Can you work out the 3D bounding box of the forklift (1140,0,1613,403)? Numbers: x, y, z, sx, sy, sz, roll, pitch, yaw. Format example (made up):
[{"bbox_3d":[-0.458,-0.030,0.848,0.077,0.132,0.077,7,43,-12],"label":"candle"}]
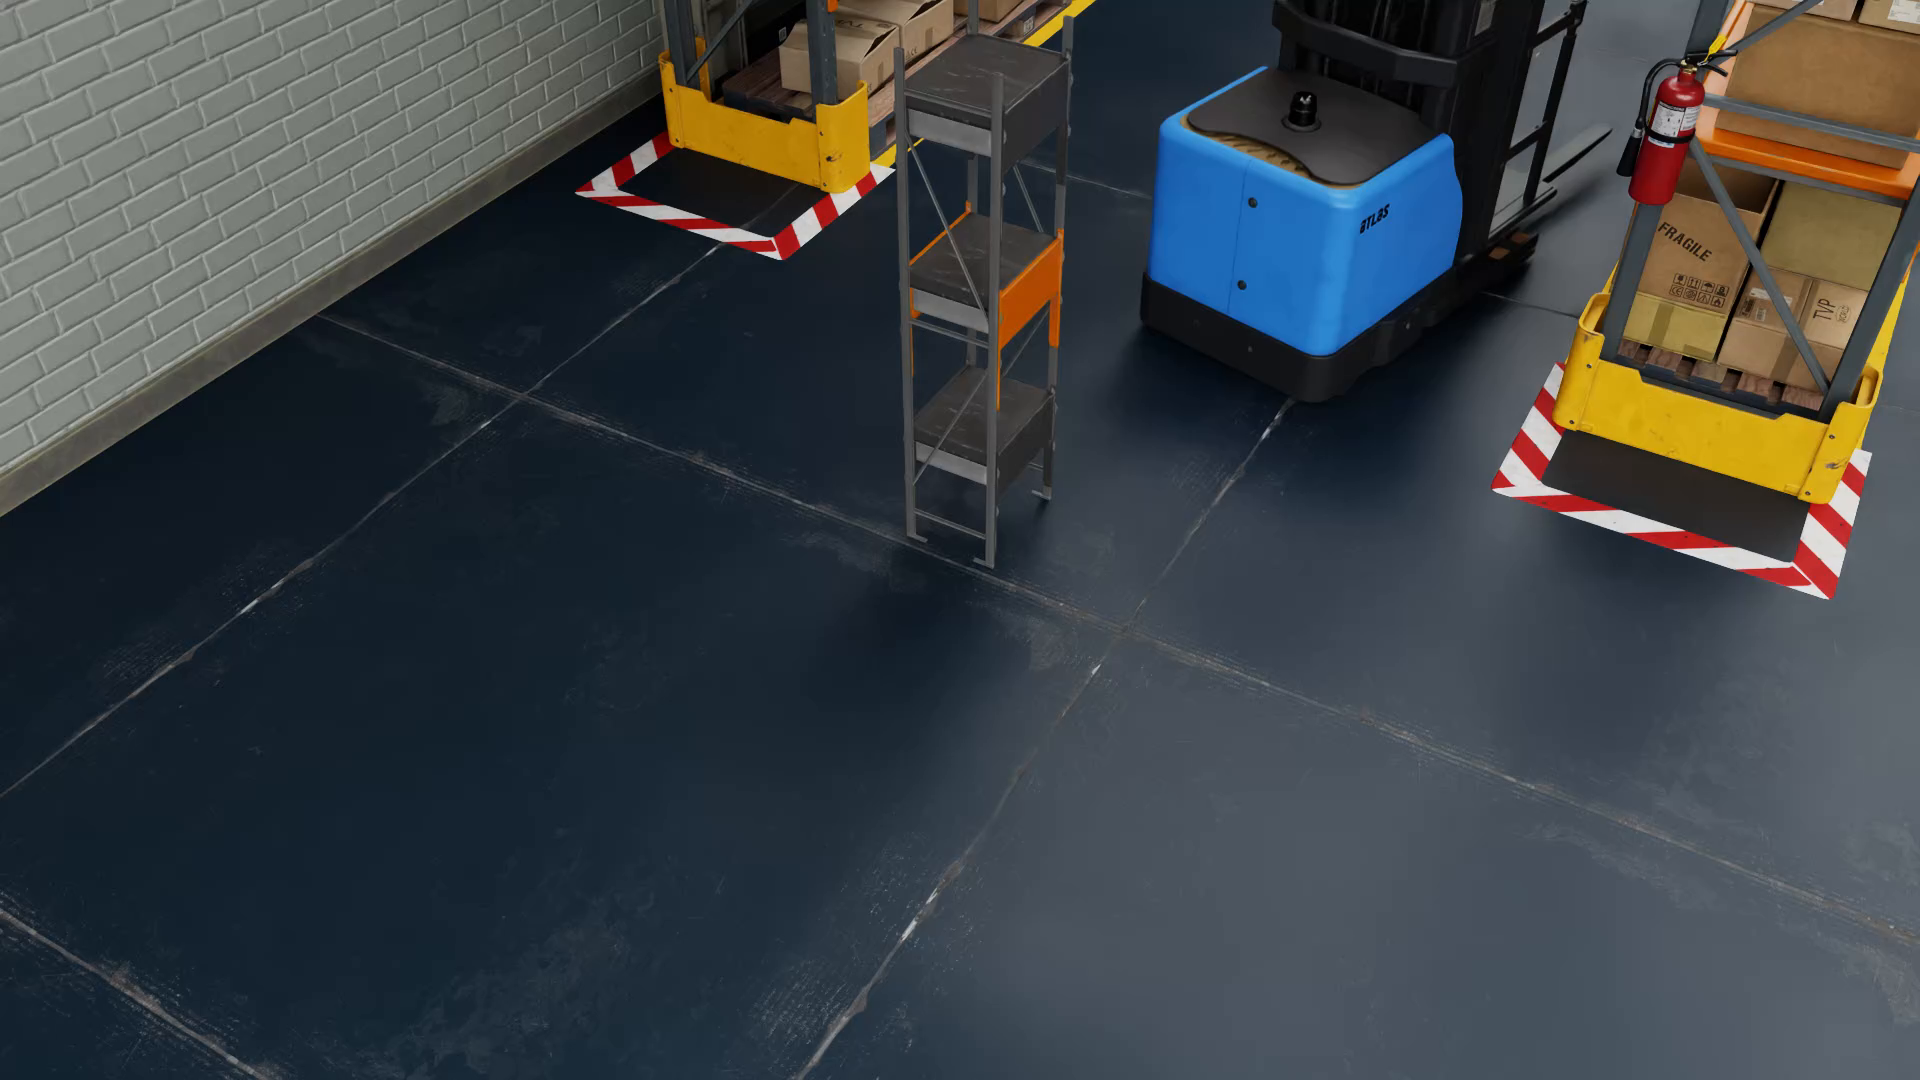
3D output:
[{"bbox_3d":[2.227,-2.585,7.468,1.130,2.935,3.031,32,51,31],"label":"forklift"}]

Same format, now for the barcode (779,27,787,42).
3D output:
[{"bbox_3d":[-1.005,-2.868,9.432,0.001,0.075,0.075,21,45,22],"label":"barcode"}]

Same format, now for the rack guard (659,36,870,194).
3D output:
[{"bbox_3d":[-1.054,-2.305,8.989,1.175,0.500,0.348,21,45,22],"label":"rack guard"}]

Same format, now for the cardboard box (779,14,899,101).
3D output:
[{"bbox_3d":[-0.668,-2.722,9.273,0.500,0.311,0.500,16,44,17],"label":"cardboard box"}]

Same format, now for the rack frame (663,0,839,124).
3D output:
[{"bbox_3d":[-1.092,-3.200,8.114,1.000,3.000,0.127,21,45,22],"label":"rack frame"}]

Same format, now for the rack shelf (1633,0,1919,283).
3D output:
[{"bbox_3d":[4.199,-2.438,7.793,1.077,0.370,4.000,21,45,22],"label":"rack shelf"}]

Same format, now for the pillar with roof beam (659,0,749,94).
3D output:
[{"bbox_3d":[2.236,-4.714,5.294,9.100,9.000,0.400,21,45,22],"label":"pillar with roof beam"}]

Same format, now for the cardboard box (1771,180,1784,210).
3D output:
[{"bbox_3d":[3.951,-1.956,8.464,0.500,0.250,0.500,21,45,22],"label":"cardboard box"}]

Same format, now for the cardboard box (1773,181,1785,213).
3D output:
[{"bbox_3d":[4.147,-1.781,7.698,0.500,0.500,0.500,21,45,22],"label":"cardboard box"}]

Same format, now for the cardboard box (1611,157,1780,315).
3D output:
[{"bbox_3d":[3.209,-1.376,7.238,0.500,0.500,0.500,21,45,22],"label":"cardboard box"}]

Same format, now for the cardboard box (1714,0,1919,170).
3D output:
[{"bbox_3d":[3.443,-1.864,6.521,0.700,0.500,0.500,21,45,22],"label":"cardboard box"}]

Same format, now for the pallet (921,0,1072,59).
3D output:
[{"bbox_3d":[-0.006,-3.345,10.389,1.003,0.211,1.213,21,45,22],"label":"pallet"}]

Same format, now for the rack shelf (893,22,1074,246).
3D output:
[{"bbox_3d":[0.083,-1.398,5.710,0.431,0.518,0.480,21,45,22],"label":"rack shelf"}]

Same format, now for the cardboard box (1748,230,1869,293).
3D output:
[{"bbox_3d":[3.906,-1.210,7.617,0.500,0.250,0.500,21,45,22],"label":"cardboard box"}]

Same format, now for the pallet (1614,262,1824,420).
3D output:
[{"bbox_3d":[3.545,-0.968,7.690,1.003,0.211,1.213,21,45,22],"label":"pallet"}]

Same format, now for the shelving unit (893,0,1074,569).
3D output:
[{"bbox_3d":[0.083,-0.883,6.164,0.431,2.100,0.503,21,45,22],"label":"shelving unit"}]

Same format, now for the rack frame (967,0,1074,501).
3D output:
[{"bbox_3d":[0.205,-1.022,6.322,0.400,2.100,0.015,21,45,22],"label":"rack frame"}]

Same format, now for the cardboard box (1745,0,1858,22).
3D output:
[{"bbox_3d":[3.225,-2.126,6.328,0.380,0.149,0.250,20,45,21],"label":"cardboard box"}]

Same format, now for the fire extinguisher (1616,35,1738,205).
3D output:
[{"bbox_3d":[2.737,-1.620,6.379,0.296,0.674,0.183,21,45,22],"label":"fire extinguisher"}]

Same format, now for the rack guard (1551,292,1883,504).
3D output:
[{"bbox_3d":[3.186,-0.612,7.066,1.175,0.500,0.348,21,45,22],"label":"rack guard"}]

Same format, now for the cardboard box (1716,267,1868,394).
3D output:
[{"bbox_3d":[3.659,-0.922,7.291,0.500,0.250,0.500,21,45,22],"label":"cardboard box"}]

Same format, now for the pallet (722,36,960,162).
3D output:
[{"bbox_3d":[-0.617,-2.650,9.599,1.003,0.211,1.213,21,45,22],"label":"pallet"}]

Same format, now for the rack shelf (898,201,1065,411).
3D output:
[{"bbox_3d":[0.083,-0.872,6.173,0.431,0.518,0.480,21,45,22],"label":"rack shelf"}]

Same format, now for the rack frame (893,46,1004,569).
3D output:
[{"bbox_3d":[-0.039,-0.743,6.005,0.400,2.100,0.015,21,45,22],"label":"rack frame"}]

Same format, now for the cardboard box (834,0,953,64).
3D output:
[{"bbox_3d":[-0.383,-3.048,9.643,0.500,0.311,0.500,25,47,25],"label":"cardboard box"}]

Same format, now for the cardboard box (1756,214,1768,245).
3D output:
[{"bbox_3d":[3.451,-1.384,7.814,0.500,0.250,0.500,21,45,22],"label":"cardboard box"}]

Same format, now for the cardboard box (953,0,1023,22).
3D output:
[{"bbox_3d":[0.028,-3.522,10.038,0.700,0.500,0.500,18,45,19],"label":"cardboard box"}]

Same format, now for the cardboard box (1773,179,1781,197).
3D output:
[{"bbox_3d":[3.697,-1.953,7.893,0.500,0.500,0.500,21,45,22],"label":"cardboard box"}]

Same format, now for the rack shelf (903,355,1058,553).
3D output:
[{"bbox_3d":[0.083,-0.347,6.635,0.431,0.518,0.480,21,45,22],"label":"rack shelf"}]

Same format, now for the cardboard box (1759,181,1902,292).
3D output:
[{"bbox_3d":[3.908,-1.491,7.368,0.500,0.500,0.500,21,45,22],"label":"cardboard box"}]

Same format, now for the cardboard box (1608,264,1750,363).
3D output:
[{"bbox_3d":[3.211,-1.094,7.485,0.500,0.250,0.500,21,45,22],"label":"cardboard box"}]

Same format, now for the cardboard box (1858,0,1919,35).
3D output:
[{"bbox_3d":[3.581,-1.998,6.182,0.380,0.149,0.250,21,45,22],"label":"cardboard box"}]

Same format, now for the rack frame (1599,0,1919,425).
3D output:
[{"bbox_3d":[3.198,-1.563,6.256,1.000,3.000,0.127,21,45,22],"label":"rack frame"}]

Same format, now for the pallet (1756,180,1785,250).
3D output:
[{"bbox_3d":[4.156,-1.664,8.479,1.003,0.211,1.213,21,45,22],"label":"pallet"}]

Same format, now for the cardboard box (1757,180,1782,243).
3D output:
[{"bbox_3d":[3.699,-1.670,8.140,0.500,0.250,0.500,21,45,22],"label":"cardboard box"}]

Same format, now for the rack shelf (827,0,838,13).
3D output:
[{"bbox_3d":[-0.091,-4.074,9.651,1.077,0.370,4.000,21,45,22],"label":"rack shelf"}]
